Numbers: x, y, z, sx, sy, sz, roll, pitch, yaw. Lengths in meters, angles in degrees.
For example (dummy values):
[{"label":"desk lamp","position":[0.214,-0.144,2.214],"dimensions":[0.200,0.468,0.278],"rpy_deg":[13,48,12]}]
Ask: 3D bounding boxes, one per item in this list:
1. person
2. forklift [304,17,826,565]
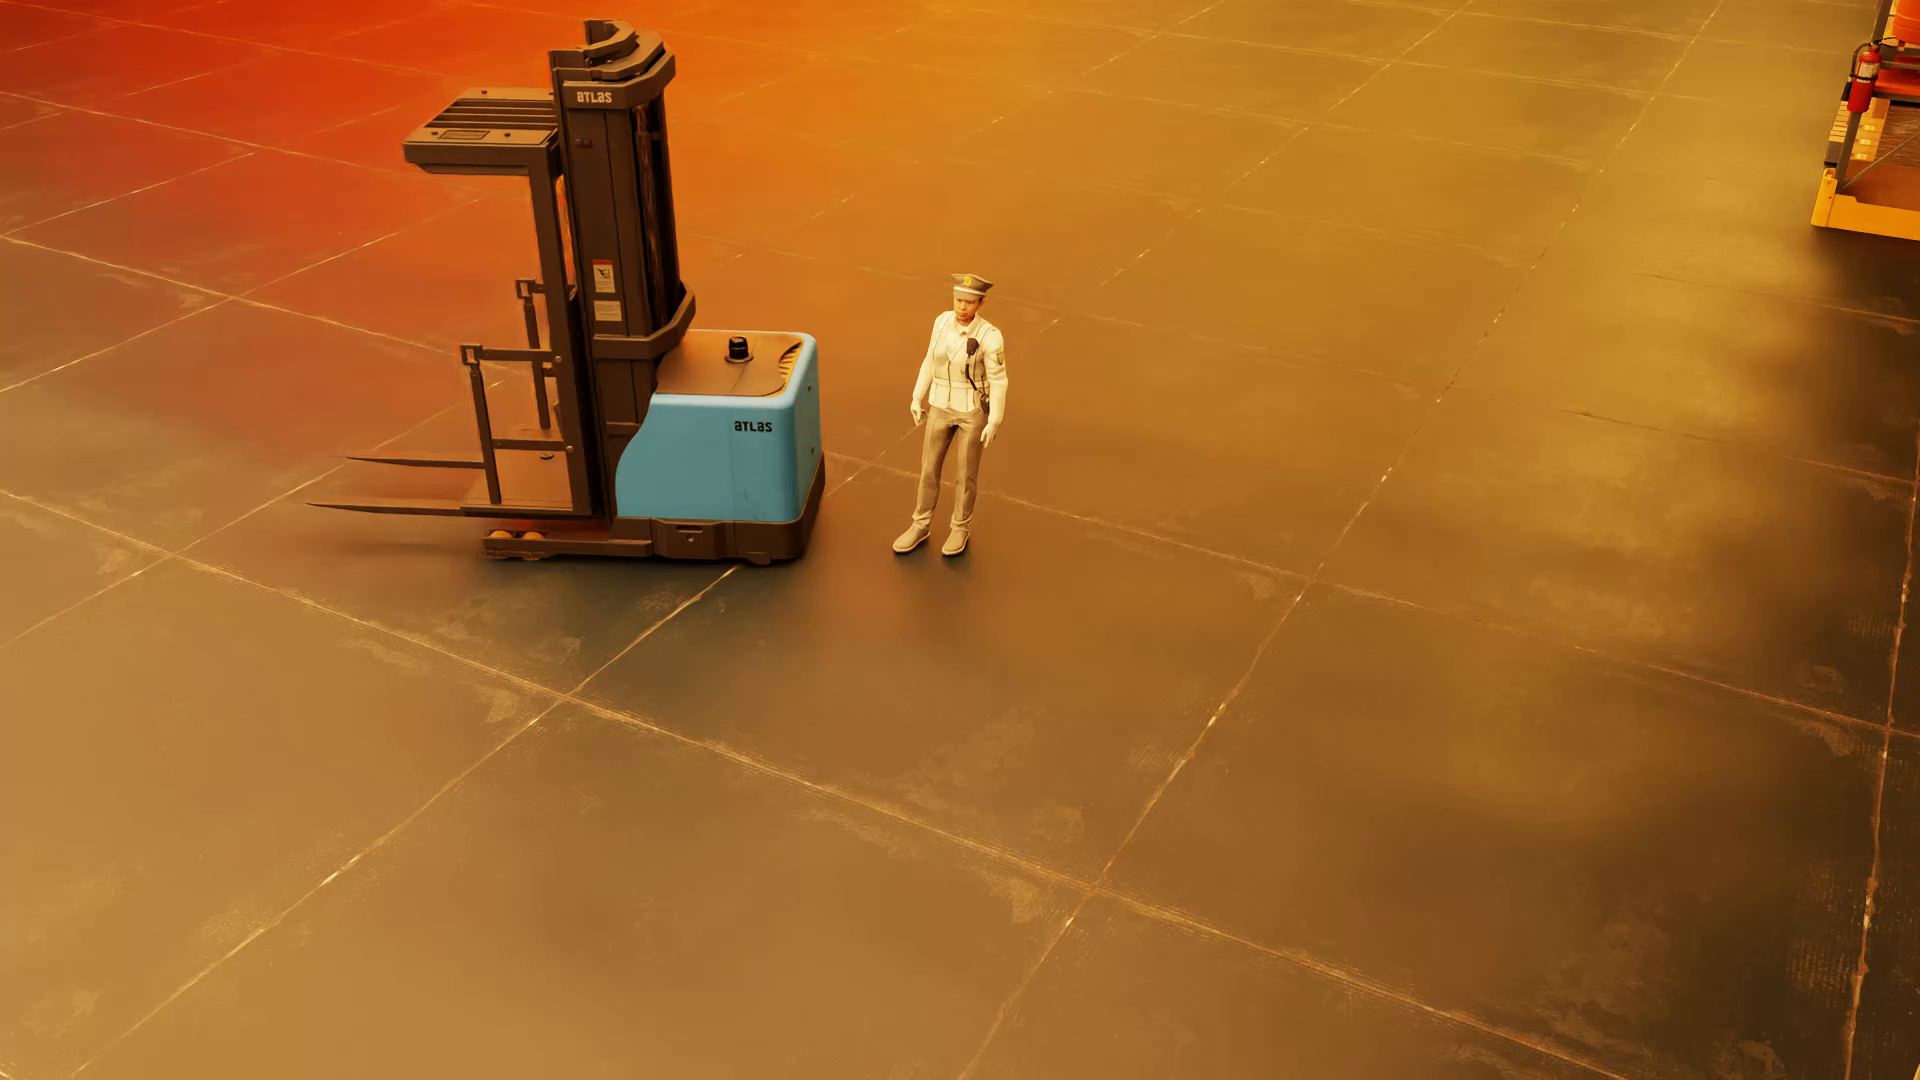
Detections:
[{"label":"person","position":[-0.039,-0.712,9.527],"dimensions":[0.588,1.695,0.531],"rpy_deg":[15,33,25]},{"label":"forklift","position":[-2.390,-1.408,9.510],"dimensions":[3.031,2.935,1.130],"rpy_deg":[2,30,4]}]
